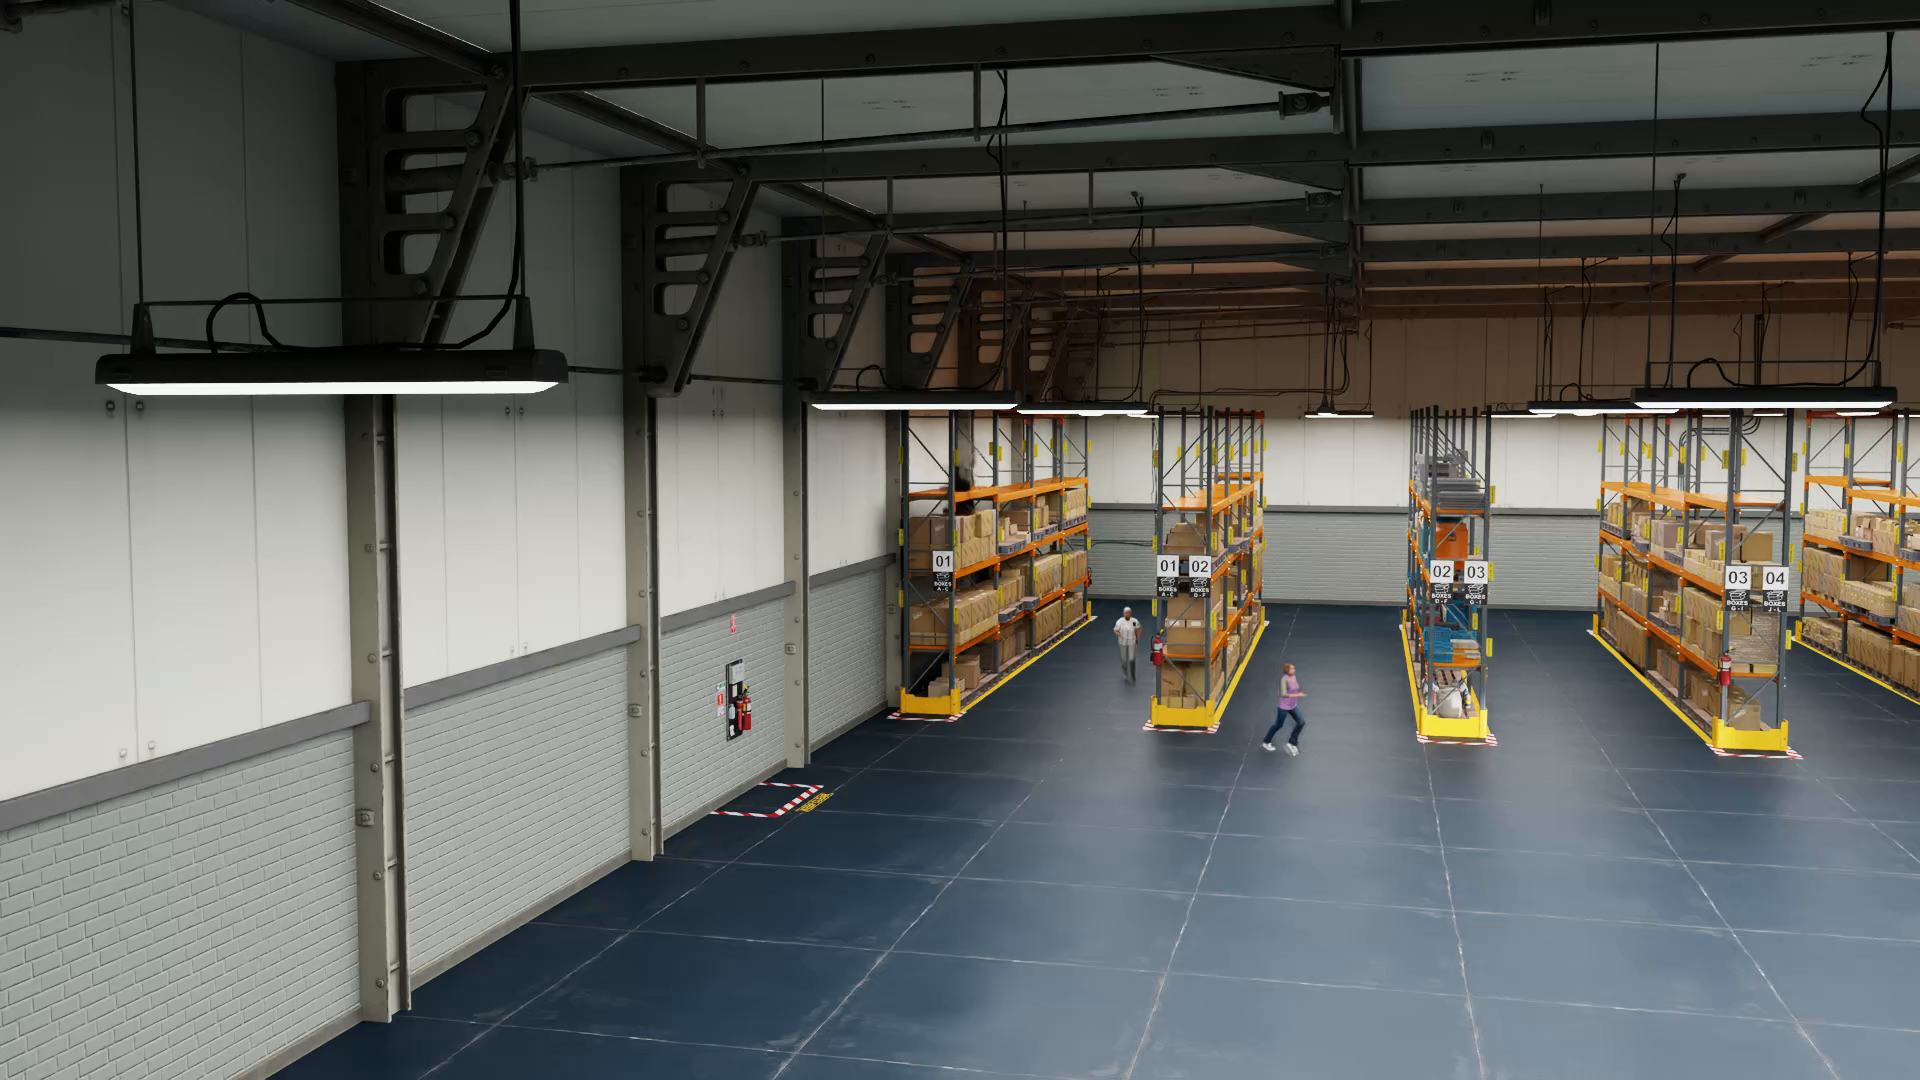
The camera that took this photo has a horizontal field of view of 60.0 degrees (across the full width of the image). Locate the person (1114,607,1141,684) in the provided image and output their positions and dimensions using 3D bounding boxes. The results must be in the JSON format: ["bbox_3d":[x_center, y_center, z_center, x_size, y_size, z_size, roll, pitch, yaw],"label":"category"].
[{"bbox_3d":[3.649,2.316,36.297,0.597,1.688,0.695,1,4,8],"label":"person"}]

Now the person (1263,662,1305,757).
[{"bbox_3d":[5.596,2.883,28.456,0.547,1.613,0.822,-4,6,-43],"label":"person"}]
